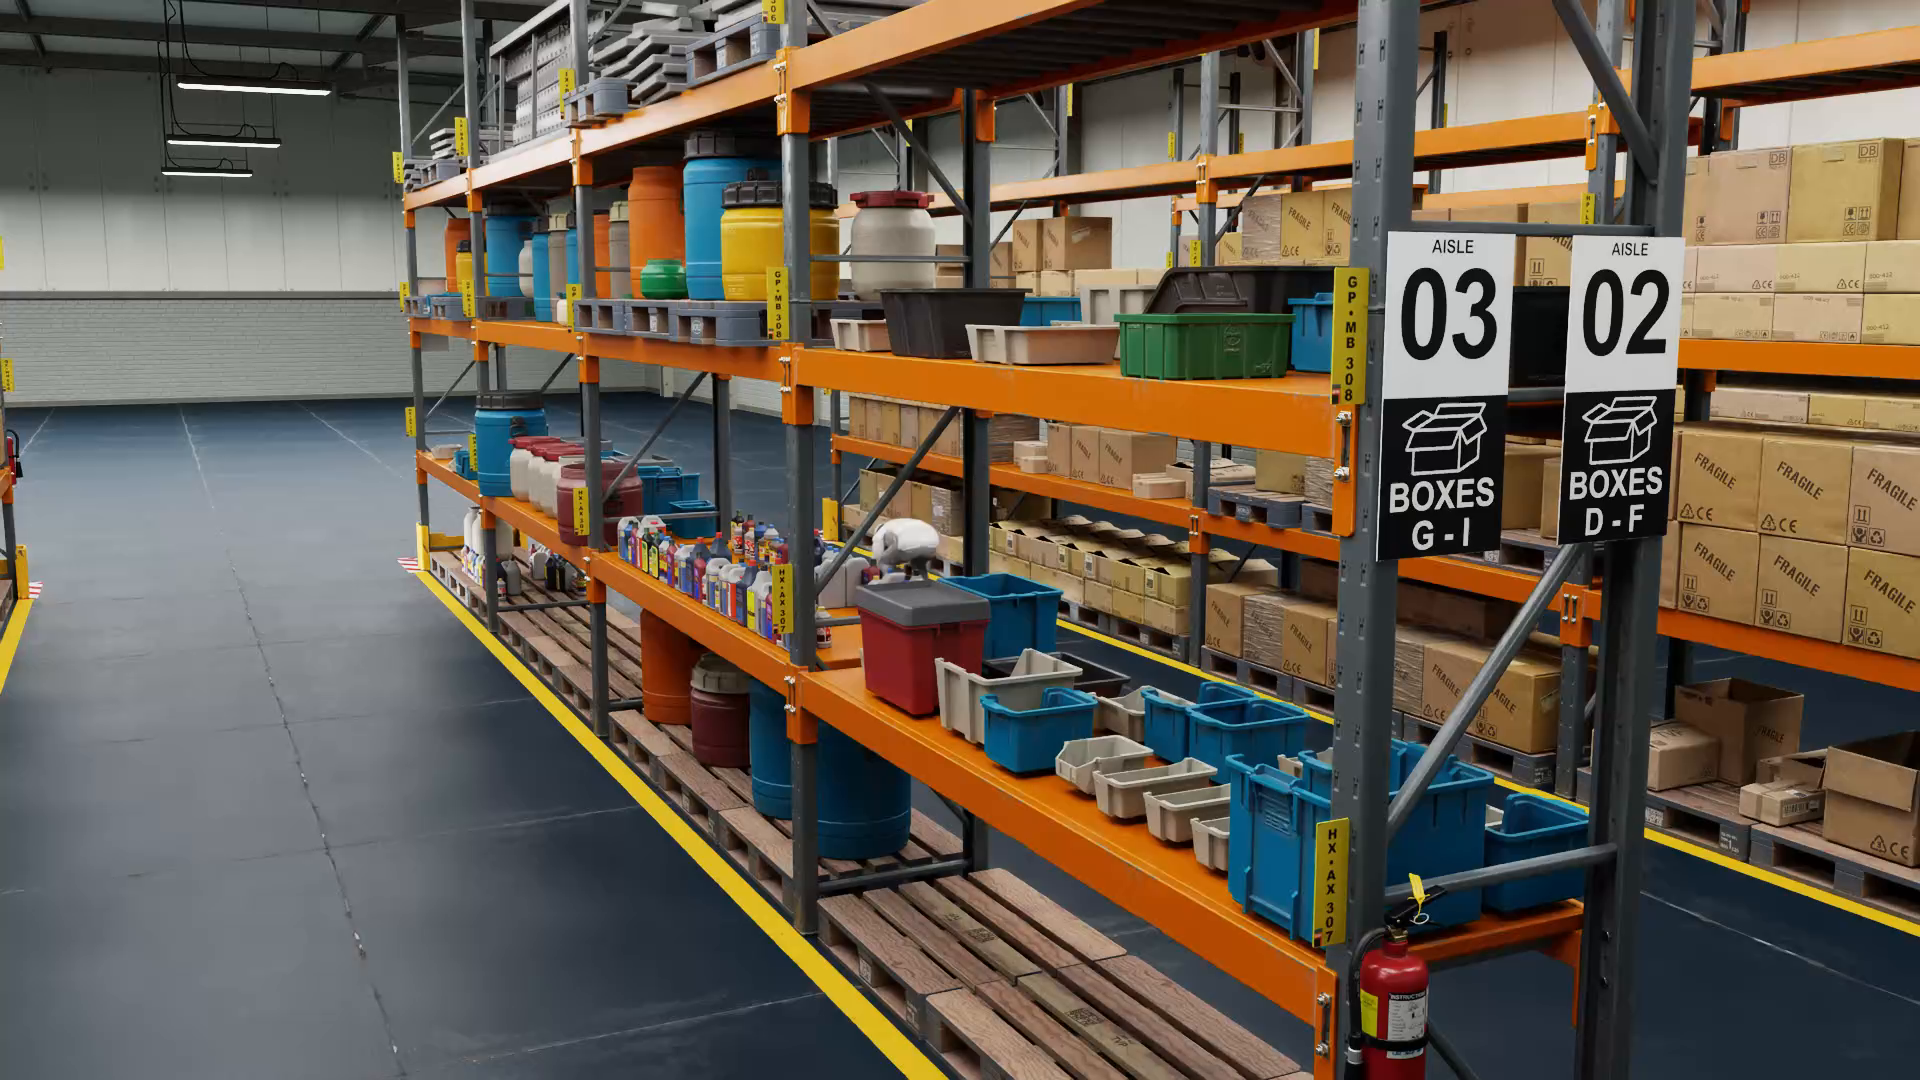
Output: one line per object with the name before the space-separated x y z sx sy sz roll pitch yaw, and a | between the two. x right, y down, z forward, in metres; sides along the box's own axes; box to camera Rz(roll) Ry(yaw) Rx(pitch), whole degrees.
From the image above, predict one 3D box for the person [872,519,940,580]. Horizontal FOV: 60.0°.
person | -0.579 0.216 16.453 0.515 0.874 0.979 -5 10 -28
